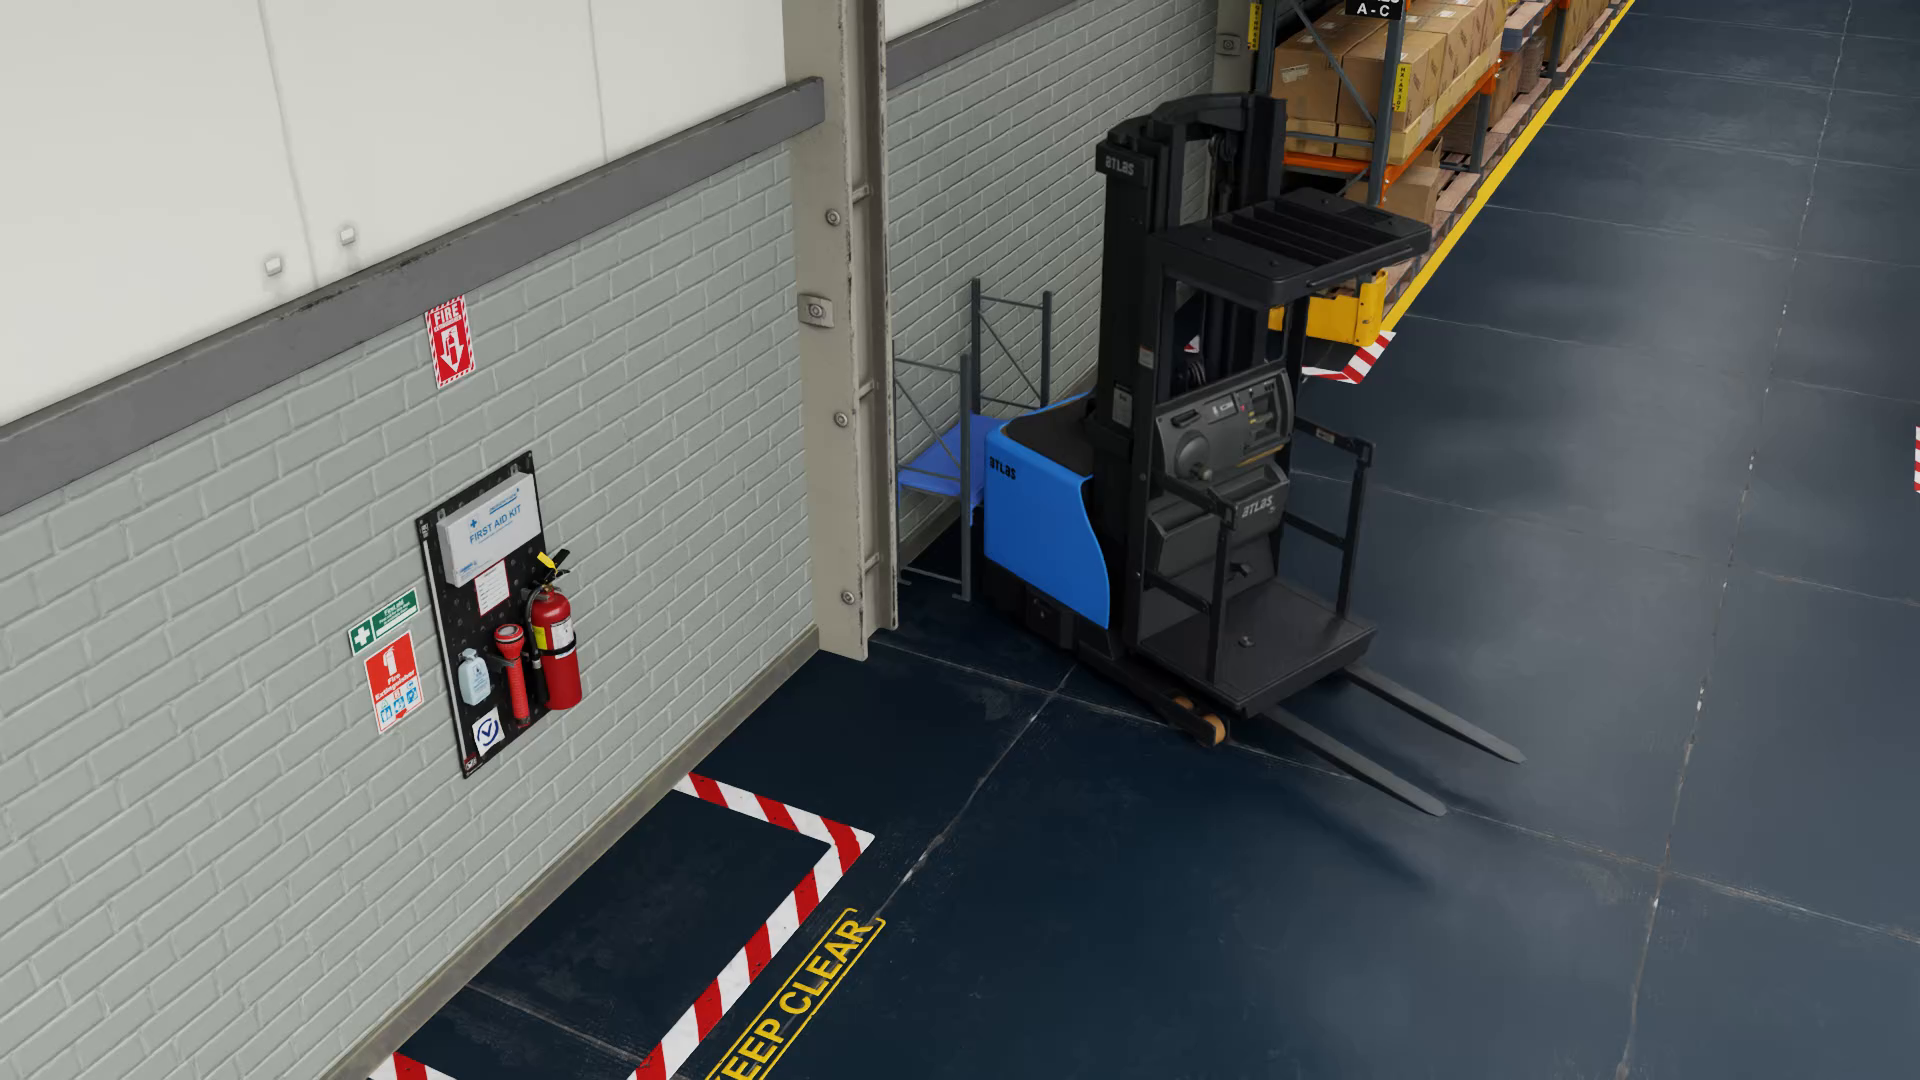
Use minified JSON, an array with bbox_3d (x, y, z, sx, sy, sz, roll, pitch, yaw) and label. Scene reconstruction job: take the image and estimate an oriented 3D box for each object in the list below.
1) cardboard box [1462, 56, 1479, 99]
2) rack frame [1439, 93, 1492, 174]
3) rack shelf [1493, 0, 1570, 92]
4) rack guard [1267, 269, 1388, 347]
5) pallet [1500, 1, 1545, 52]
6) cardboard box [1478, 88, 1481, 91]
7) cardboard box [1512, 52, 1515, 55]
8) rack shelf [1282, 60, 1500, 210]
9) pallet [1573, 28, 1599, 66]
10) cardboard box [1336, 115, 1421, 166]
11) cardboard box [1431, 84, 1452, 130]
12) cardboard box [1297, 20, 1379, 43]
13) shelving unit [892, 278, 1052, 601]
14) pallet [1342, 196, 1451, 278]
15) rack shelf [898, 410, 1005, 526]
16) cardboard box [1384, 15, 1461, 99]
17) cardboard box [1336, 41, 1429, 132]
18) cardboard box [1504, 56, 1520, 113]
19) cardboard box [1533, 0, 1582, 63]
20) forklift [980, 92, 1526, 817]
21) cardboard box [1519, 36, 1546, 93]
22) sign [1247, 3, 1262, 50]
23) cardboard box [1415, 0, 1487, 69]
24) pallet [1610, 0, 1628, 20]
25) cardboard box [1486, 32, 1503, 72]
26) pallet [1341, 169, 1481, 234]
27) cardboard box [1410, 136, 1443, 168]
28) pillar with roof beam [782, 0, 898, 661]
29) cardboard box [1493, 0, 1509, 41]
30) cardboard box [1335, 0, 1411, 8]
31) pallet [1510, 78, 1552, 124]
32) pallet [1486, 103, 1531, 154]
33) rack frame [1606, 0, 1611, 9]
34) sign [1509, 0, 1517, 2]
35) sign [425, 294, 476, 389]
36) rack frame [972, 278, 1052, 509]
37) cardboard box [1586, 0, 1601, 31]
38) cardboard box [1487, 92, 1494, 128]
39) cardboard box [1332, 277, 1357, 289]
[{"bbox_3d":[4.045,-3.919,13.983,0.500,0.250,0.500,14,33,23],"label":"cardboard box"},{"bbox_3d":[4.441,-4.700,15.212,1.000,3.000,0.127,14,33,23],"label":"rack frame"},{"bbox_3d":[5.352,-5.274,16.935,1.077,0.370,4.000,14,33,23],"label":"rack shelf"},{"bbox_3d":[2.653,-1.876,12.805,1.175,0.500,0.348,14,33,23],"label":"rack guard"},{"bbox_3d":[4.918,-4.922,15.792,1.003,0.211,1.213,14,33,23],"label":"pallet"},{"bbox_3d":[4.959,-4.658,16.454,0.500,0.250,0.500,14,33,22],"label":"cardboard box"},{"bbox_3d":[5.666,-5.335,17.634,0.500,0.250,0.500,15,33,24],"label":"cardboard box"},{"bbox_3d":[3.530,-3.501,13.847,1.077,0.370,4.000,14,33,23],"label":"rack shelf"},{"bbox_3d":[7.246,-6.135,20.511,1.003,0.211,1.213,14,33,23],"label":"pallet"},{"bbox_3d":[3.123,-3.014,12.408,0.500,0.250,0.500,13,32,22],"label":"cardboard box"},{"bbox_3d":[3.585,-3.472,13.205,0.500,0.250,0.500,14,33,23],"label":"cardboard box"},{"bbox_3d":[2.882,-3.673,12.802,0.500,0.500,0.500,15,33,24],"label":"cardboard box"},{"bbox_3d":[0.065,-0.590,9.559,0.538,1.500,1.048,14,33,24],"label":"shelving unit"},{"bbox_3d":[3.612,-2.642,14.429,1.003,0.211,1.213,14,33,23],"label":"pallet"},{"bbox_3d":[0.066,-0.434,9.648,0.538,0.185,1.000,14,33,24],"label":"rack shelf"},{"bbox_3d":[3.578,-3.783,12.994,0.500,0.500,0.500,13,32,22],"label":"cardboard box"},{"bbox_3d":[3.103,-3.339,12.220,0.500,0.500,0.500,14,33,23],"label":"cardboard box"},{"bbox_3d":[5.442,-4.820,17.490,0.700,0.500,0.500,14,33,23],"label":"cardboard box"},{"bbox_3d":[6.715,-6.019,19.247,0.750,0.750,0.750,14,33,23],"label":"cardboard box"},{"bbox_3d":[1.440,-0.526,8.013,1.130,2.935,3.031,-22,37,-34],"label":"forklift"},{"bbox_3d":[5.981,-5.249,18.236,0.700,0.500,0.500,15,33,24],"label":"cardboard box"},{"bbox_3d":[2.133,-3.700,11.992,0.100,0.325,0.005,14,33,23],"label":"sign"},{"bbox_3d":[4.039,-4.245,13.798,0.500,0.500,0.500,13,32,22],"label":"cardboard box"},{"bbox_3d":[8.501,-7.356,22.638,1.003,0.211,1.213,14,33,23],"label":"pallet"},{"bbox_3d":[4.495,-4.364,14.759,0.500,0.250,0.500,14,33,23],"label":"cardboard box"},{"bbox_3d":[4.166,-3.185,15.374,1.003,0.211,1.213,14,33,23],"label":"pallet"},{"bbox_3d":[4.003,-3.337,14.908,0.500,0.500,0.500,12,32,20],"label":"cardboard box"},{"bbox_3d":[3.266,-2.398,5.180,9.100,9.000,0.400,14,33,23],"label":"pillar with roof beam"},{"bbox_3d":[4.501,-4.689,14.571,0.500,0.500,0.500,14,33,23],"label":"cardboard box"},{"bbox_3d":[3.343,-4.127,13.592,0.500,0.500,0.500,15,33,24],"label":"cardboard box"},{"bbox_3d":[5.906,-4.917,18.392,1.003,0.211,1.213,14,33,23],"label":"pallet"},{"bbox_3d":[5.349,-4.379,17.453,1.003,0.211,1.213,14,33,23],"label":"pallet"},{"bbox_3d":[8.085,-8.246,21.388,1.000,3.000,0.127,14,33,23],"label":"rack frame"},{"bbox_3d":[4.927,-4.955,14.788,0.100,0.325,0.005,14,33,23],"label":"sign"},{"bbox_3d":[-1.818,-0.710,5.938,0.001,0.298,0.199,14,33,23],"label":"sign"},{"bbox_3d":[0.300,-0.814,9.949,0.500,1.500,0.032,14,33,24],"label":"rack frame"},{"bbox_3d":[7.502,-6.784,20.578,0.750,0.750,0.750,15,33,25],"label":"cardboard box"},{"bbox_3d":[4.952,-4.377,16.718,0.700,0.500,0.500,14,33,22],"label":"cardboard box"},{"bbox_3d":[3.014,-2.237,13.183,0.500,0.311,0.500,11,32,18],"label":"cardboard box"}]
